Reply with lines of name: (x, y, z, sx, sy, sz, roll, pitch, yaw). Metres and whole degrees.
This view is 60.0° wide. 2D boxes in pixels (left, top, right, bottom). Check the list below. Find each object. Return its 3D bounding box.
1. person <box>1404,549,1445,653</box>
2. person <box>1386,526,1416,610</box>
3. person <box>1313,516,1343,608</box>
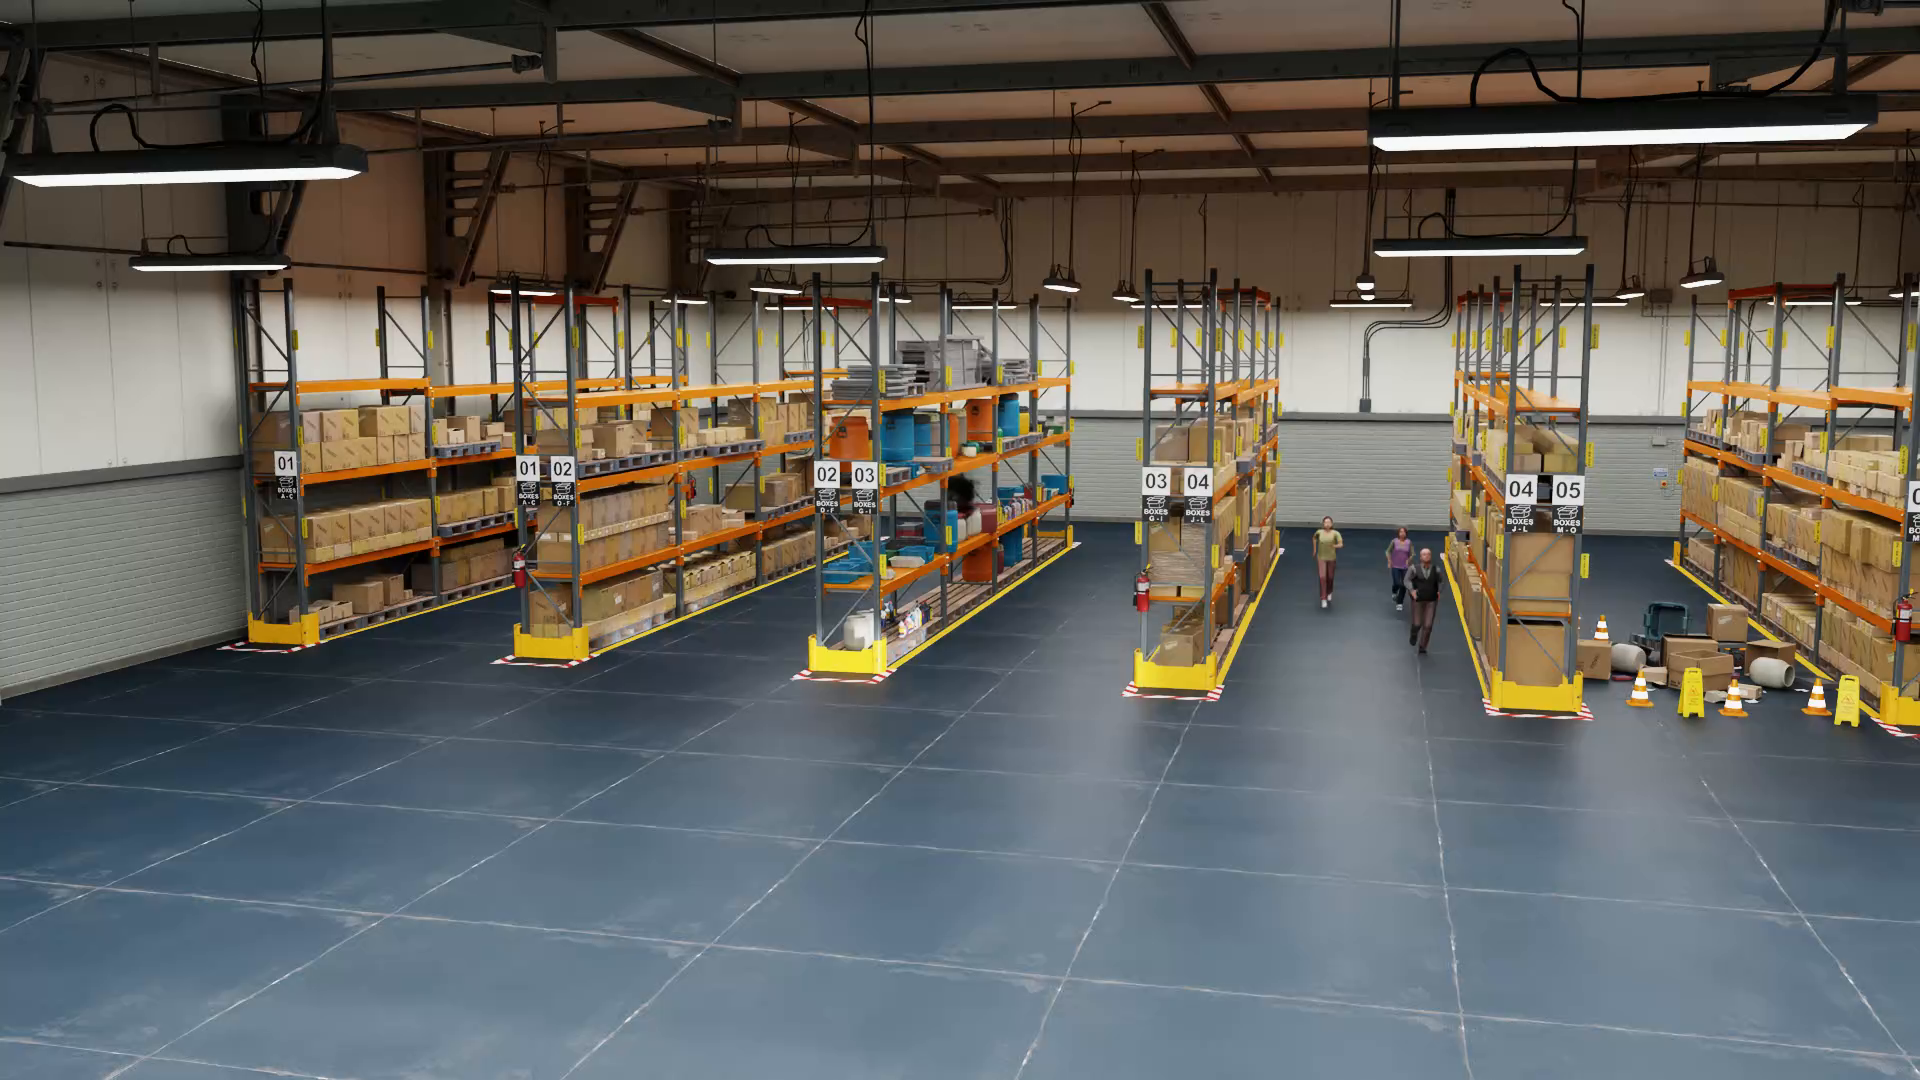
person: (7.454, 0.974, 26.695, 0.647, 1.677, 0.533, 1, 7, 6)
person: (8.207, 0.527, 30.965, 0.533, 1.557, 0.541, 1, 7, 8)
person: (6.944, 0.381, 31.428, 0.565, 1.676, 0.953, 2, 7, 13)
